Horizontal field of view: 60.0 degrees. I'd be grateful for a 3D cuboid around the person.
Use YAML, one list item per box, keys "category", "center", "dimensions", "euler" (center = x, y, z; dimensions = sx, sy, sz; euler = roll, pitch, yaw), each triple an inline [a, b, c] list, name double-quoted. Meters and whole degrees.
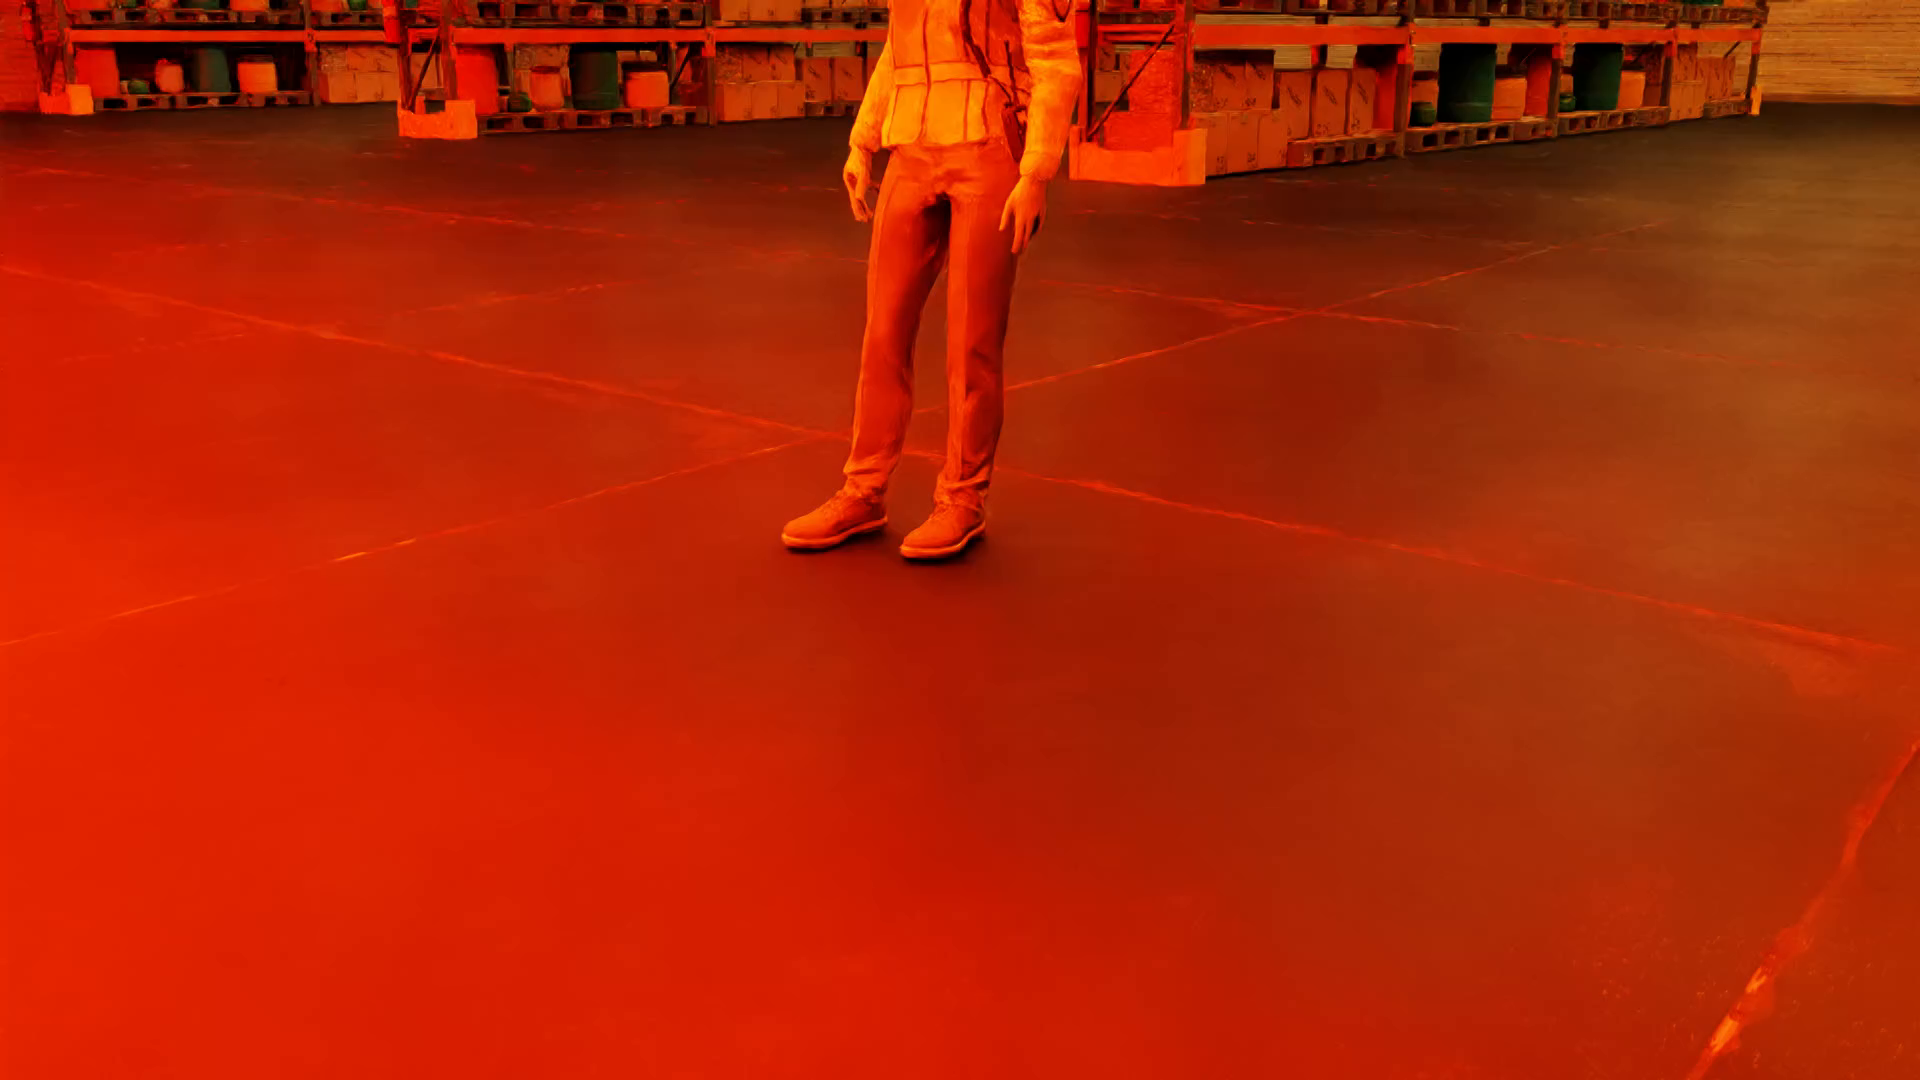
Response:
- category: "person"
  center: [-0.055, -0.806, 3.653]
  dimensions: [0.568, 1.695, 0.532]
  euler: [13, 21, 37]
